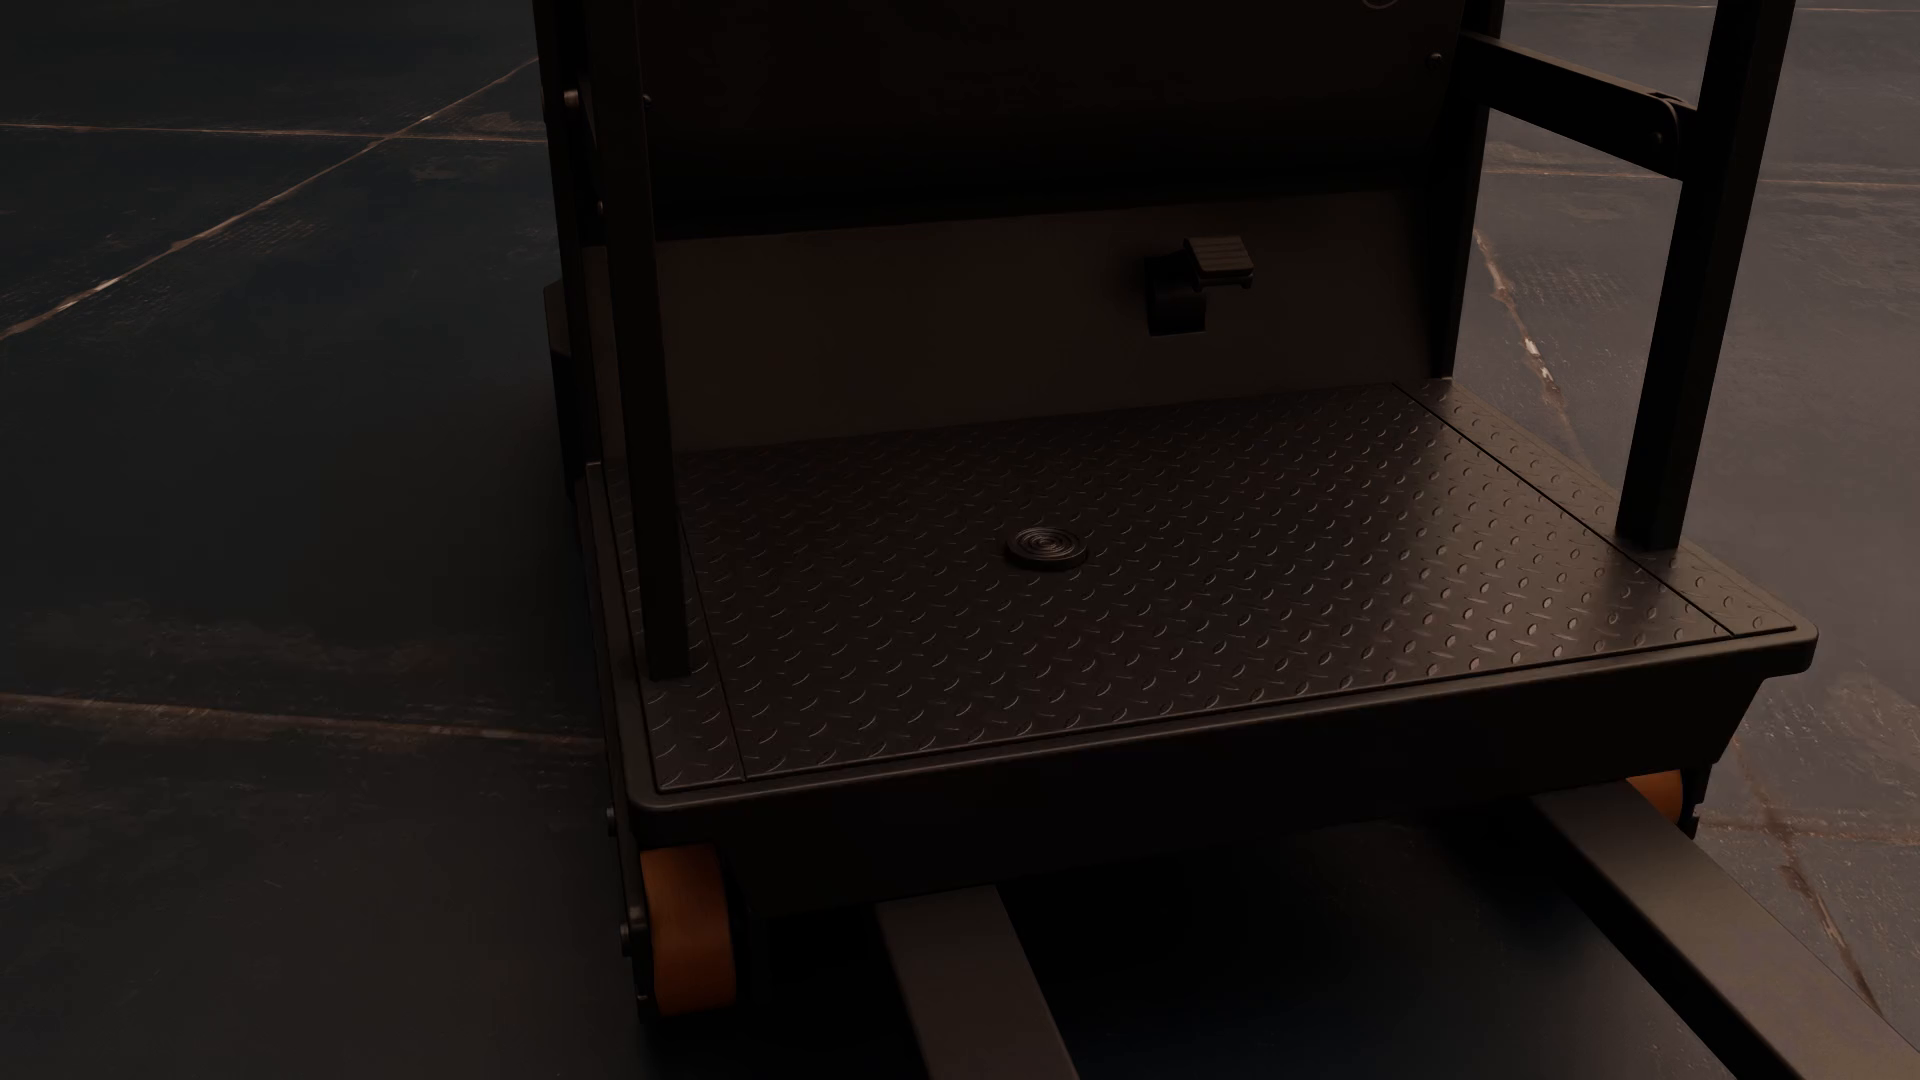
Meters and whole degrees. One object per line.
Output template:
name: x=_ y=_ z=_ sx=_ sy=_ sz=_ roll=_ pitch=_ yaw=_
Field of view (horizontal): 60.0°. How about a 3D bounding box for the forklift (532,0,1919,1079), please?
forklift: x=0.153 y=-1.049 z=1.319 sx=1.130 sy=2.935 sz=3.031 roll=-7 pitch=27 yaw=-13
